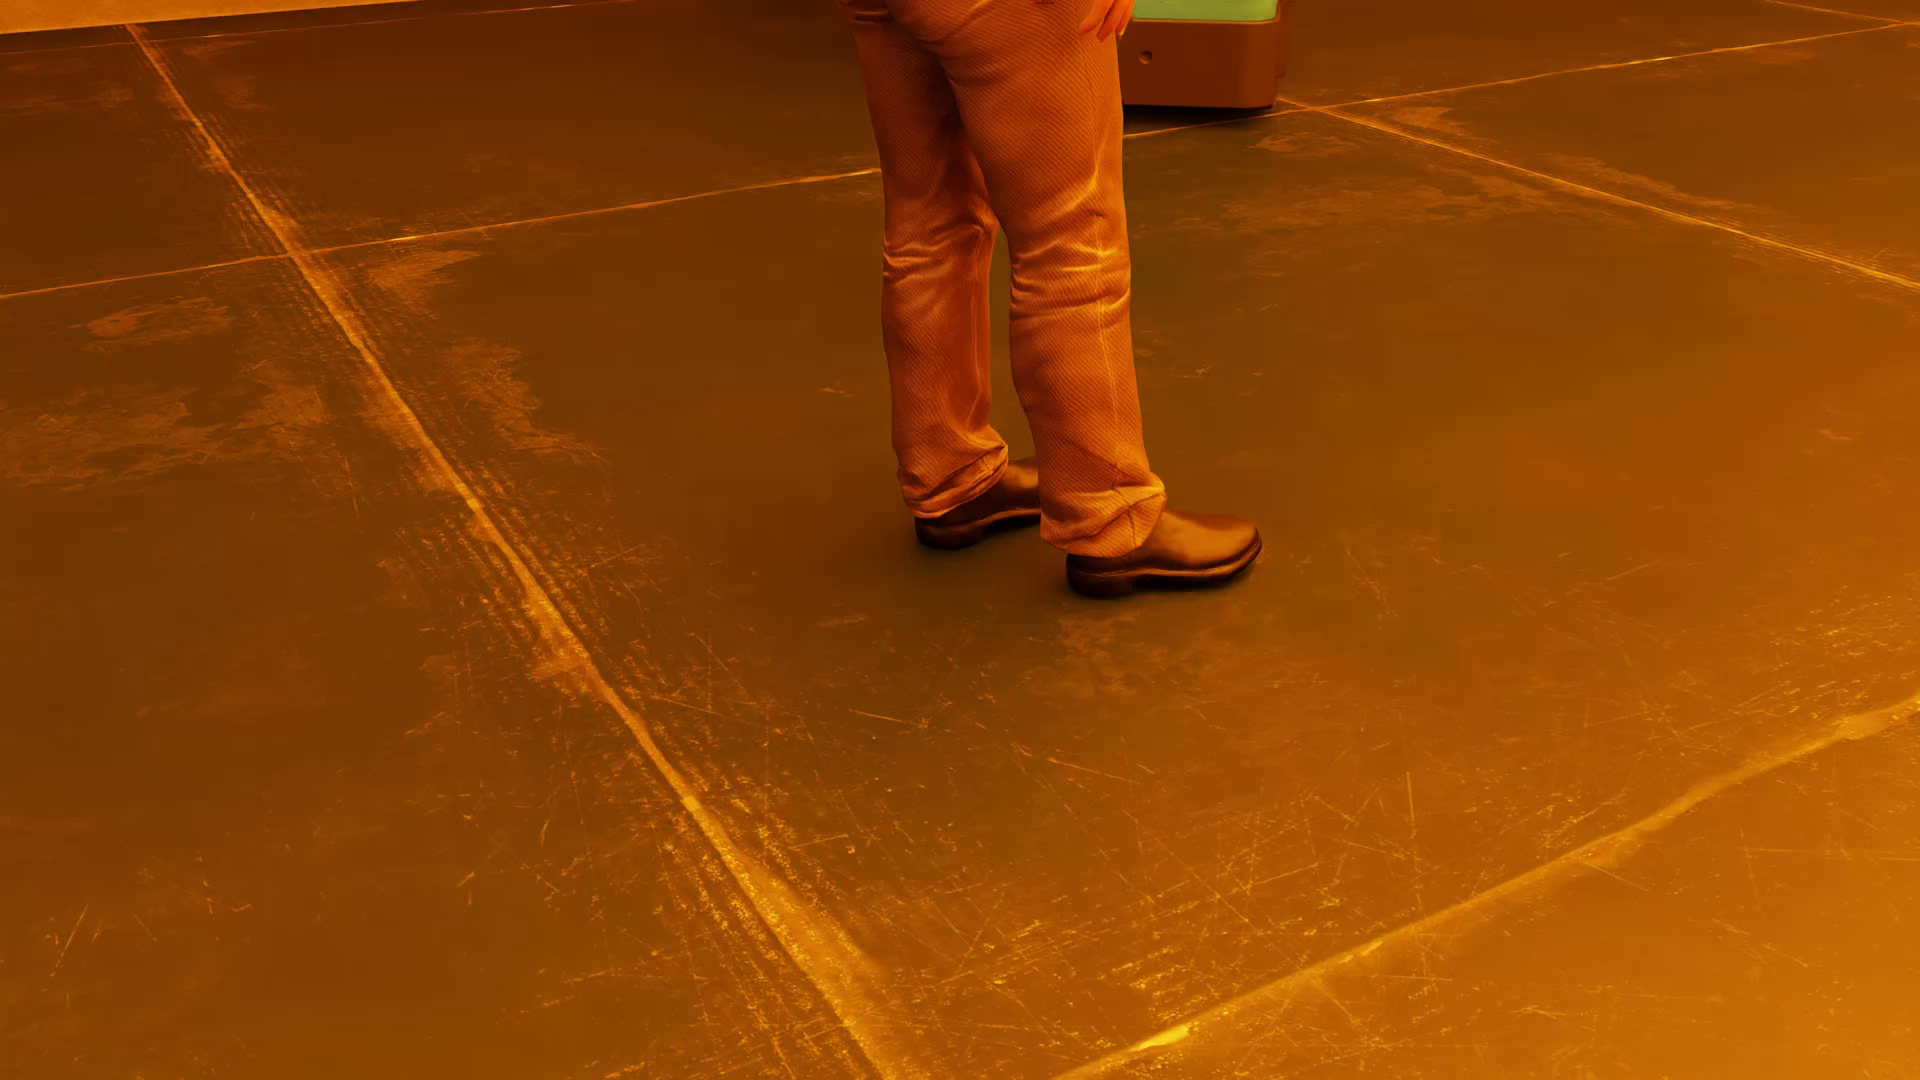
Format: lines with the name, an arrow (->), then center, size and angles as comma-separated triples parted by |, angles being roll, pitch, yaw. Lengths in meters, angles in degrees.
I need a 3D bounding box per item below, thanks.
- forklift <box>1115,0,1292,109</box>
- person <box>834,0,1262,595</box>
forklift -> 0.615, -3.192, 5.552 | 1.130, 2.935, 3.031 | 4, 27, 8
person -> 0.058, -0.786, 2.130 | 0.566, 1.722, 0.633 | -15, 30, -26
